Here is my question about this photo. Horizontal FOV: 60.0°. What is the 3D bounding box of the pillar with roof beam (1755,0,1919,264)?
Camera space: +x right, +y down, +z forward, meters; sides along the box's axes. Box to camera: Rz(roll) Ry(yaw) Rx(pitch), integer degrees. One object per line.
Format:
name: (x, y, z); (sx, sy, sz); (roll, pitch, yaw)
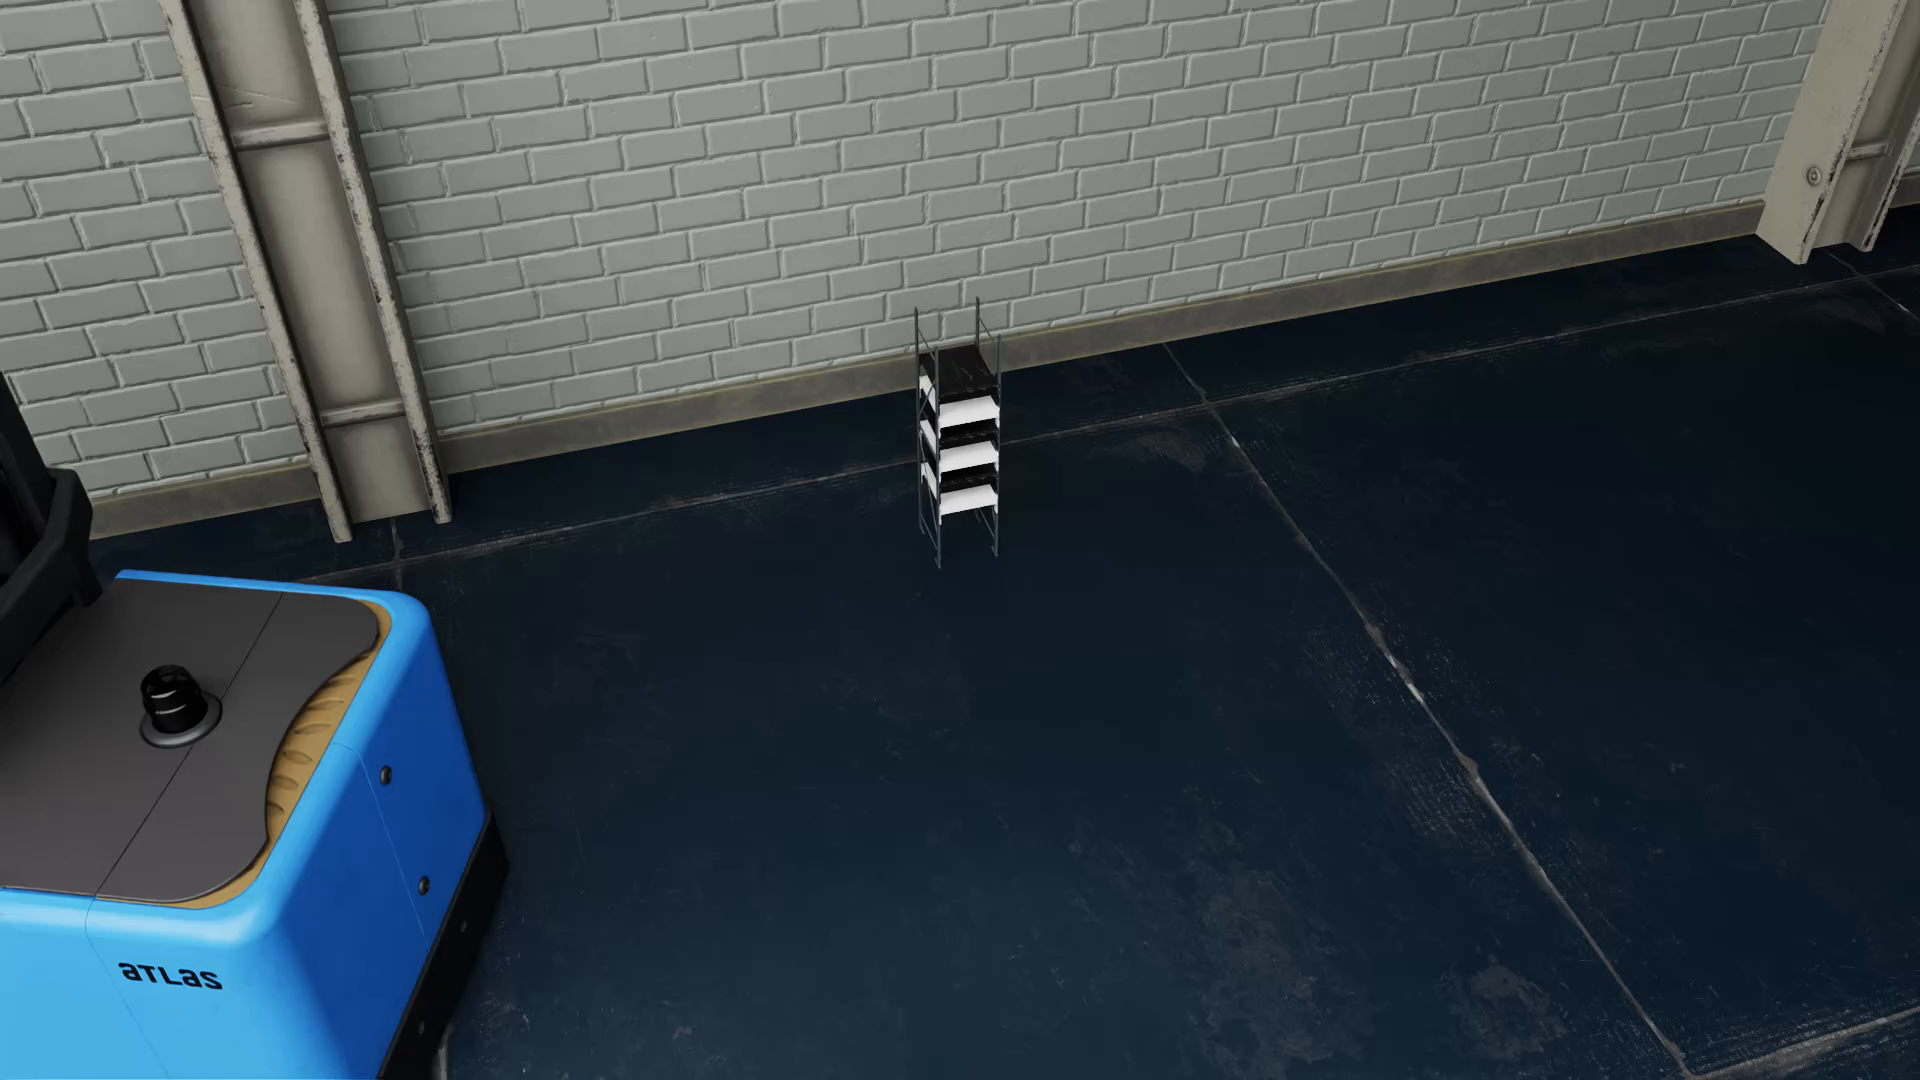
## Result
pillar with roof beam: (5.004, -1.997, 1.197); (0.400, 9.000, 9.100); (-12, 42, -13)

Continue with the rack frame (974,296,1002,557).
rack frame: (0.089, -0.357, 5.475); (0.006, 0.900, 0.240); (-12, 42, -13)

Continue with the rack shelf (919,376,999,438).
rack shelf: (-0.008, -0.448, 5.356); (0.200, 0.077, 0.258); (-12, 42, -13)

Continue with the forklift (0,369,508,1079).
forklift: (-2.804, 0.033, 3.484); (3.031, 2.935, 1.130); (4, 41, 5)

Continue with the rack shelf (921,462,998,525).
rack shelf: (-0.008, -0.177, 5.592); (0.200, 0.077, 0.258); (-12, 42, -13)

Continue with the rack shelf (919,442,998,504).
rack shelf: (-0.008, -0.244, 5.533); (0.200, 0.077, 0.258); (-12, 42, -13)

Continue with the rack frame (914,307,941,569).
rack frame: (-0.105, -0.317, 5.429); (0.006, 0.900, 0.240); (-12, 42, -13)

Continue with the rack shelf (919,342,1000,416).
rack shelf: (-0.008, -0.516, 5.296); (0.200, 0.077, 0.258); (-12, 42, -13)

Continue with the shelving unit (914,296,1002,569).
shelving unit: (-0.008, -0.337, 5.452); (0.210, 0.900, 0.258); (-12, 42, -13)

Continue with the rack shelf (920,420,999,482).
rack shelf: (-0.008, -0.312, 5.474); (0.200, 0.077, 0.258); (-12, 42, -13)

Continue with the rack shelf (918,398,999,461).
rack shelf: (-0.008, -0.380, 5.415); (0.200, 0.077, 0.258); (-12, 42, -13)
